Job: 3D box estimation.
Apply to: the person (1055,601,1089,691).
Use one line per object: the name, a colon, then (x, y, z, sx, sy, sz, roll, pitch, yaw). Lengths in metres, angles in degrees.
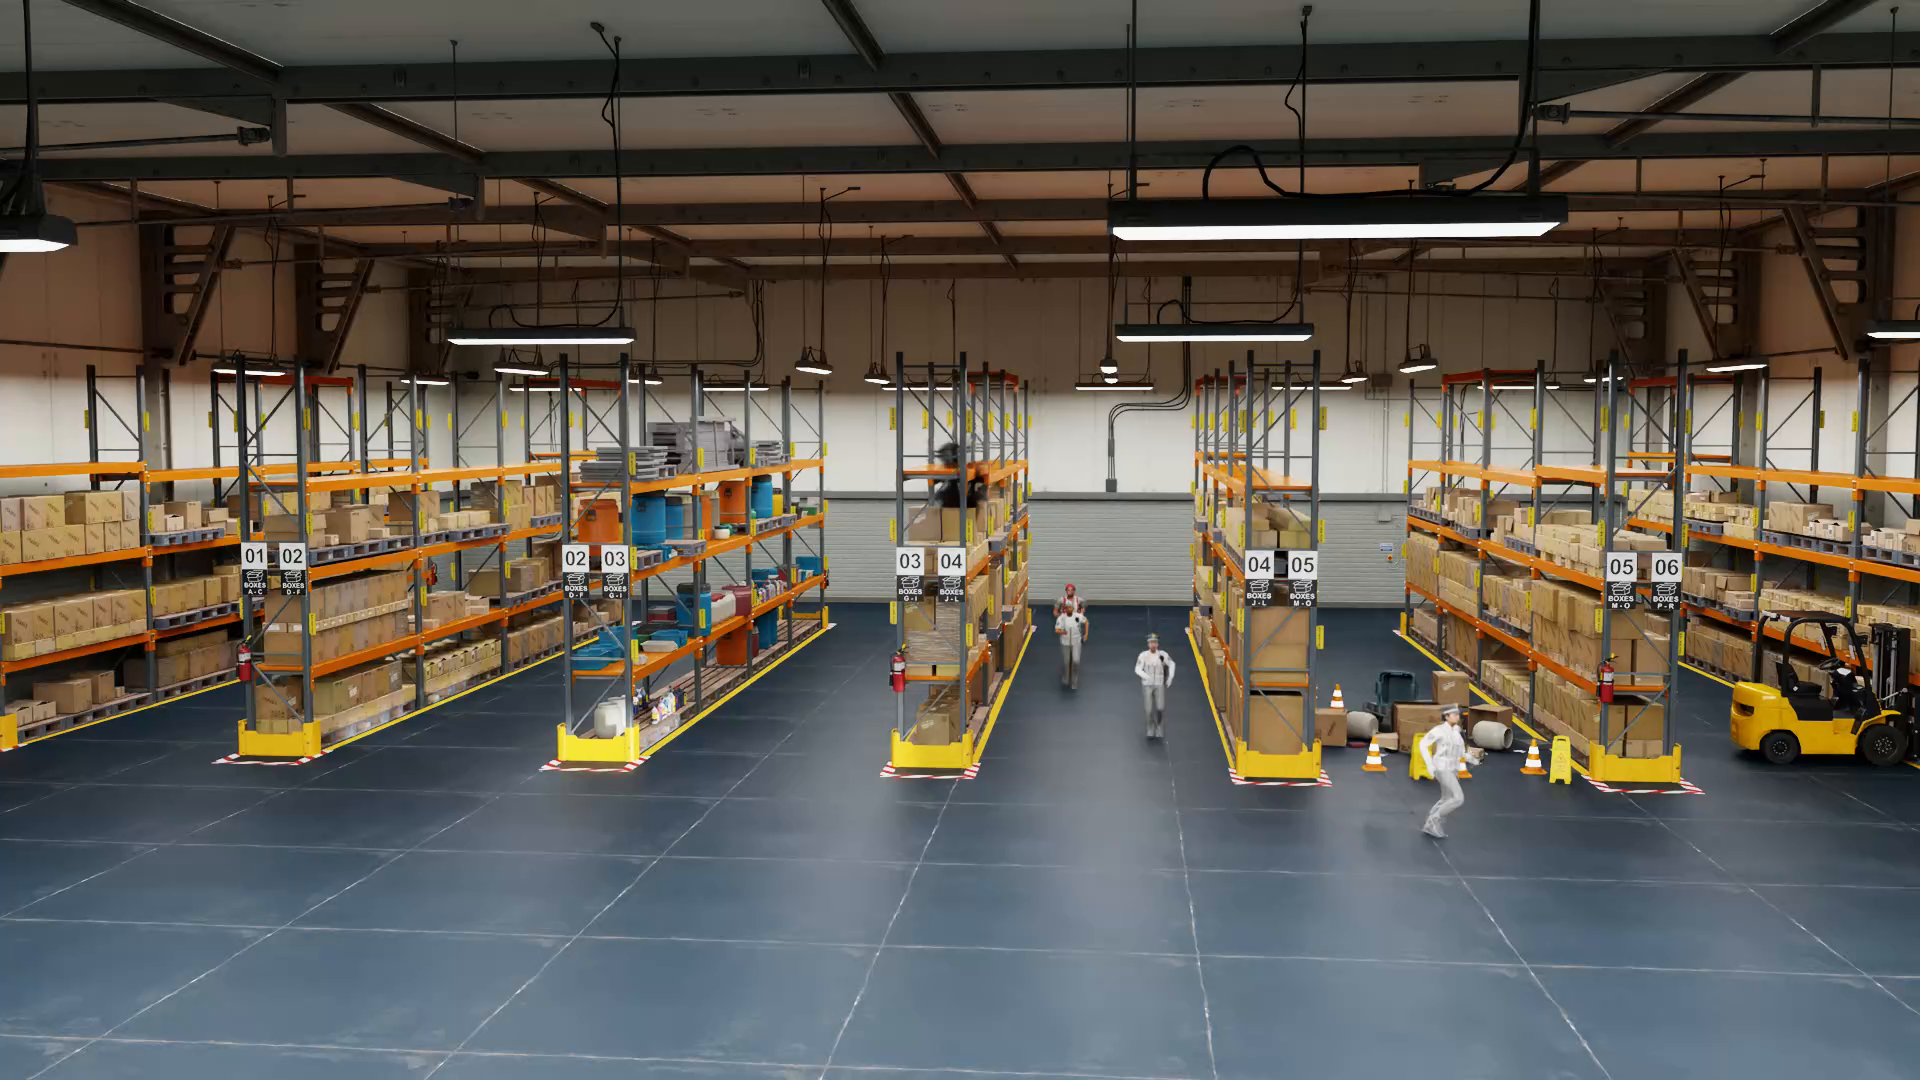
person: (2.087, 1.968, 31.103, 0.608, 1.683, 0.854, 1, 4, 8)

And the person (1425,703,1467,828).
person: (5.832, 2.715, 19.894, 0.376, 1.568, 0.587, -4, 5, -42)

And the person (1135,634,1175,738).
person: (3.076, 2.302, 26.227, 0.635, 1.668, 0.544, 0, 4, 3)

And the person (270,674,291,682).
person: (-11.735, 1.996, 28.925, 0.631, 1.587, 0.740, 0, 4, -4)

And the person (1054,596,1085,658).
person: (2.193, 1.757, 33.415, 0.601, 1.215, 0.667, 0, 4, 7)
